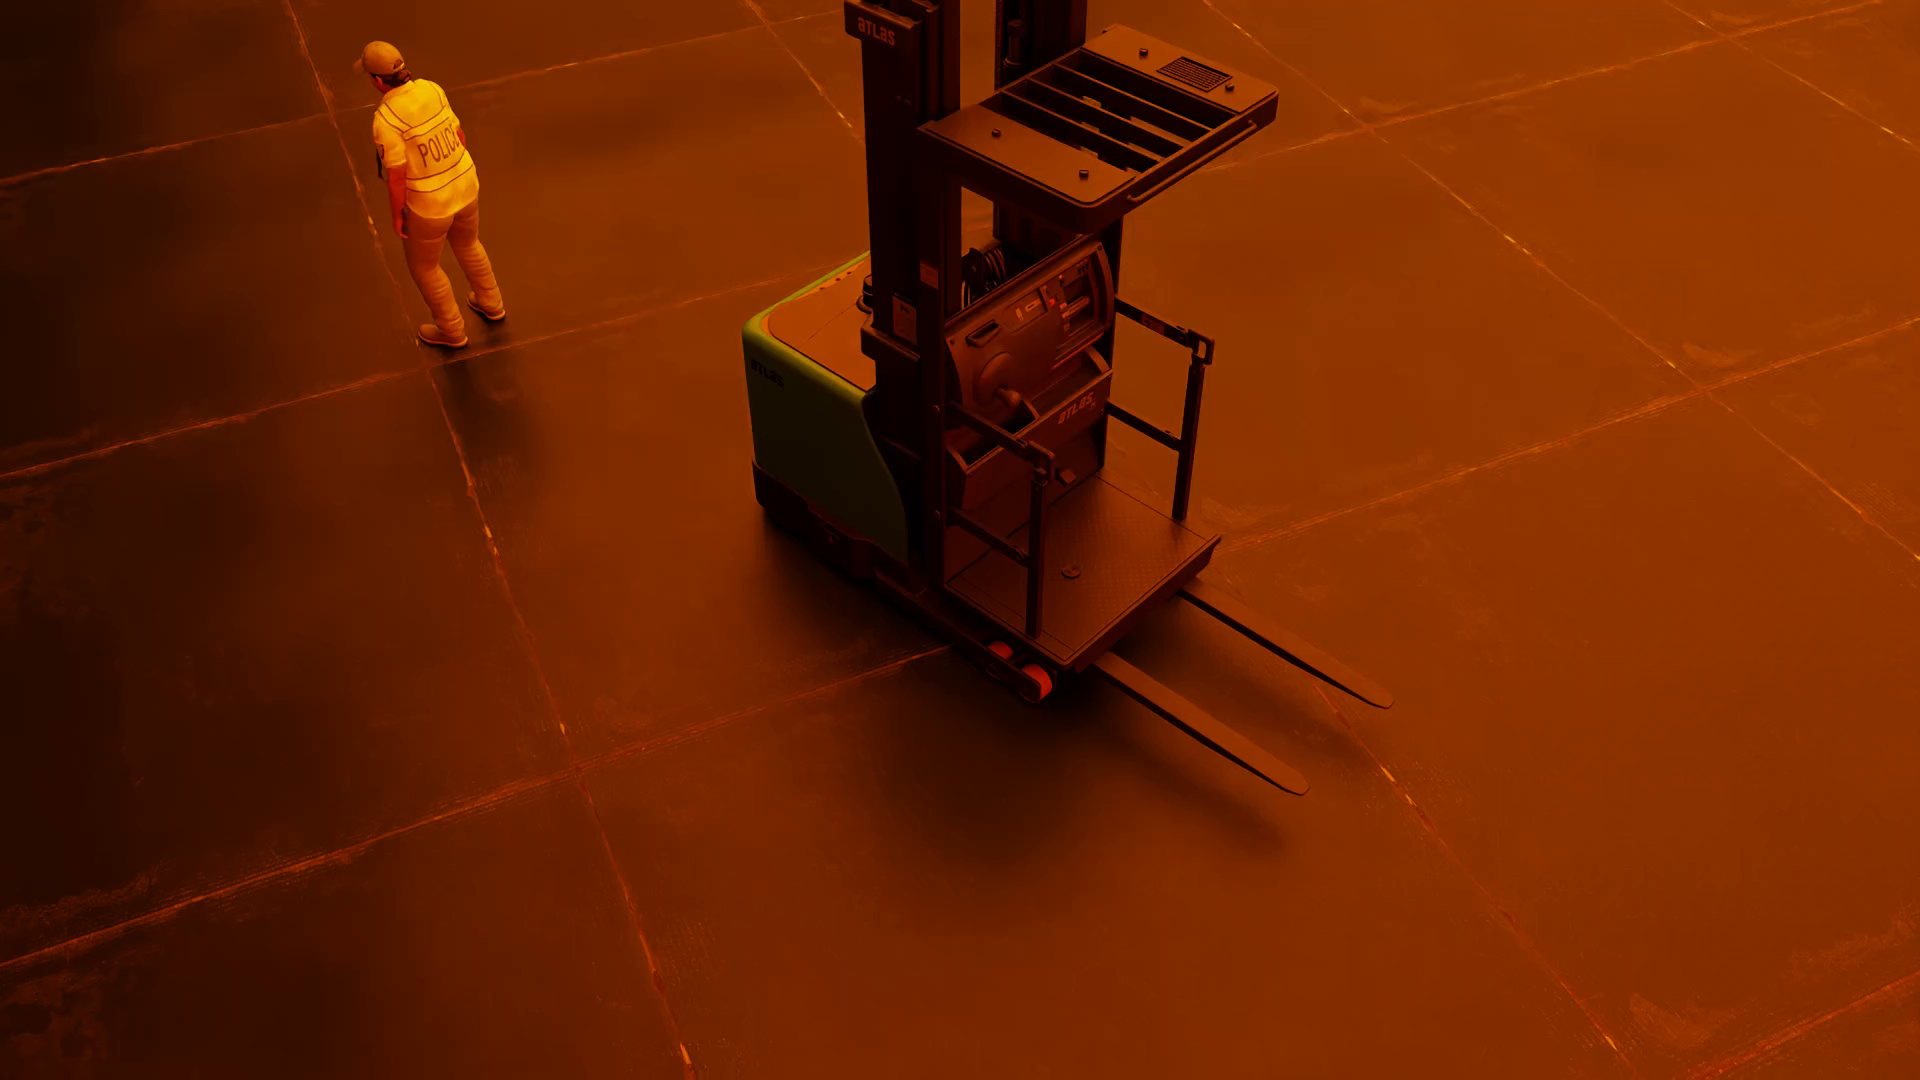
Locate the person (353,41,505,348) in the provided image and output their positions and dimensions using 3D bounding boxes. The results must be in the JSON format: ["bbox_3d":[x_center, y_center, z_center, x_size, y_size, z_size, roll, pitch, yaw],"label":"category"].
[{"bbox_3d":[-2.705,-1.765,8.501,0.468,1.665,0.558,22,47,22],"label":"person"}]

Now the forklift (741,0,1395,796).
[{"bbox_3d":[0.445,-0.788,6.525,3.031,2.935,1.130,32,52,30],"label":"forklift"}]
